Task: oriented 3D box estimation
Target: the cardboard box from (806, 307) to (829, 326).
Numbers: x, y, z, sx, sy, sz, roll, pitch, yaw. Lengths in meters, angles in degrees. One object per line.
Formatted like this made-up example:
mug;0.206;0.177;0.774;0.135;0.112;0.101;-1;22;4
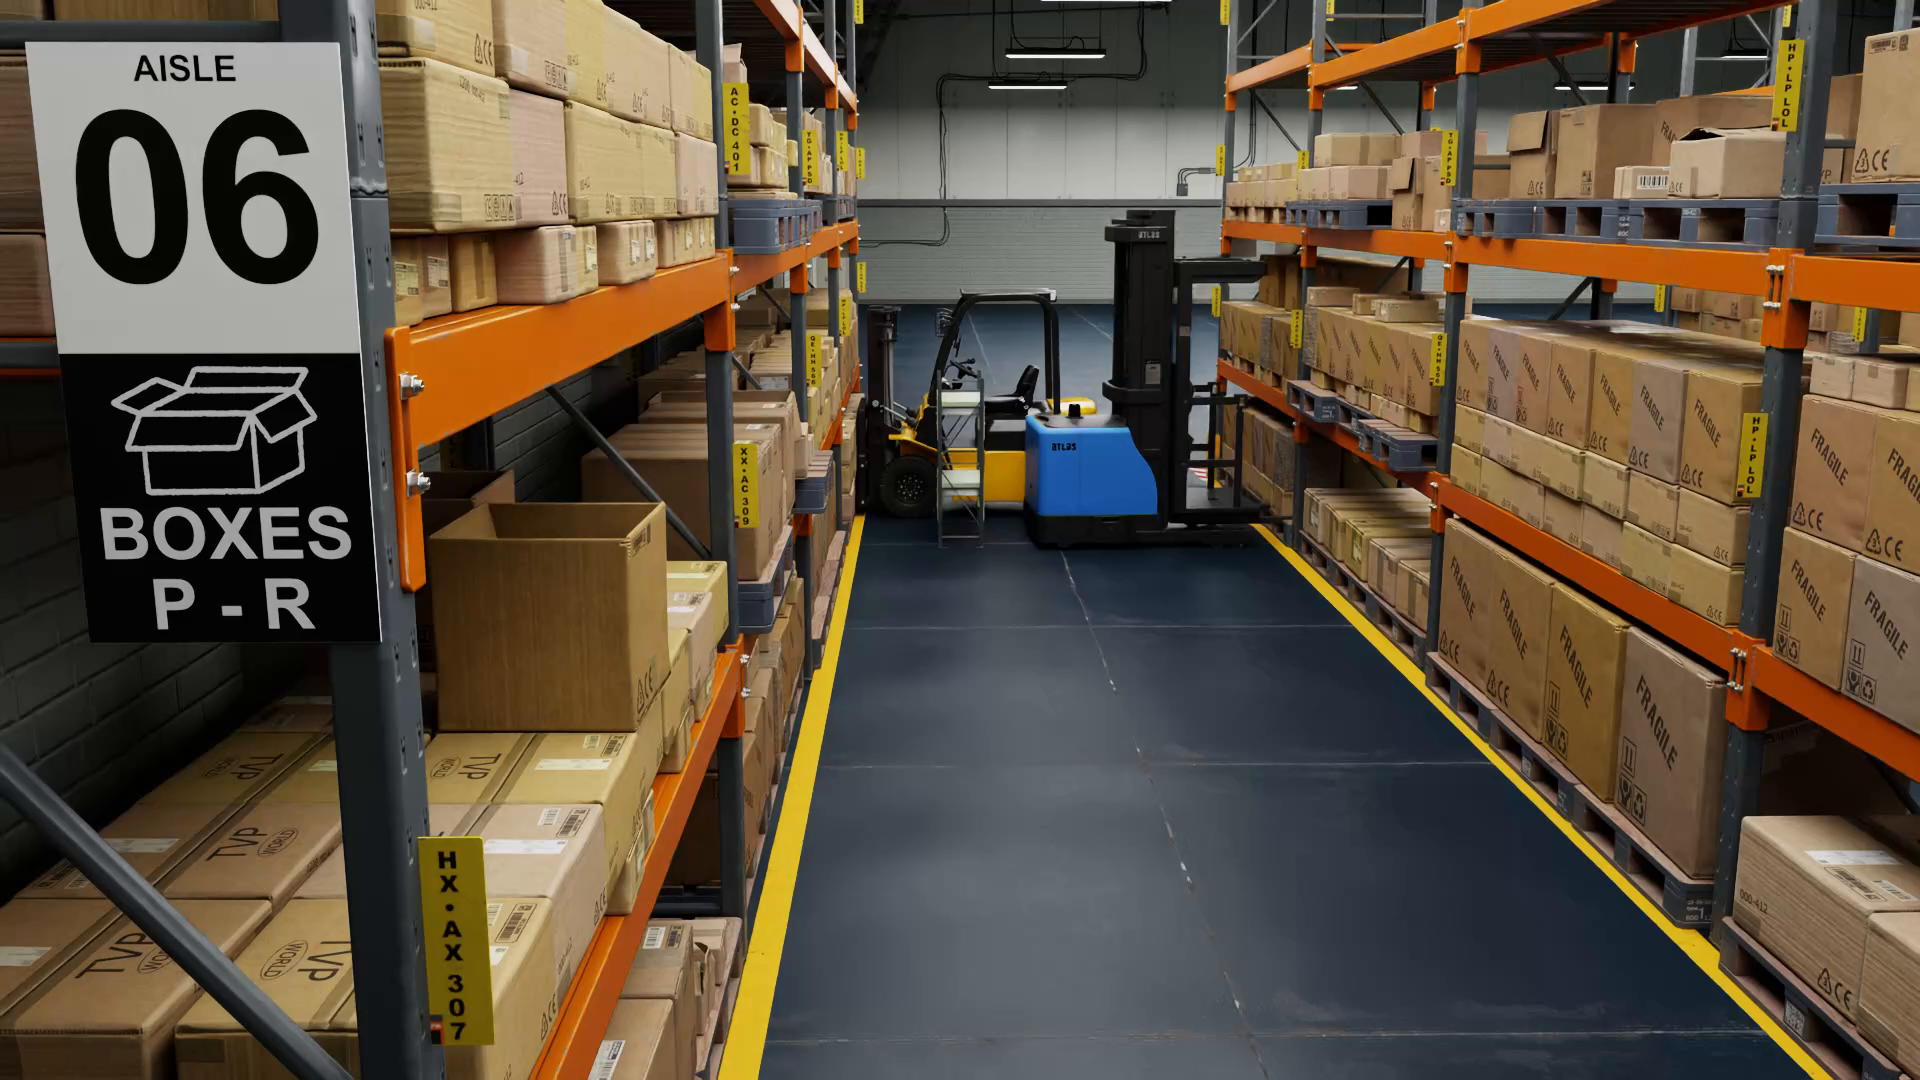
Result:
cardboard box;-1.240;-1.947;14.481;0.380;0.149;0.250;0;11;0

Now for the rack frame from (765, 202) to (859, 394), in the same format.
rack frame;-1.613;-2.165;18.186;1.000;3.000;0.127;0;11;-1

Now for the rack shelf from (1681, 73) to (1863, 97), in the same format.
rack shelf;8.338;-4.221;16.045;1.077;0.370;4.000;0;11;-1

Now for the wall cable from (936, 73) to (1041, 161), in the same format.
wall cable;0.846;-12.482;49.059;3.097;2.526;0.112;0;11;-1

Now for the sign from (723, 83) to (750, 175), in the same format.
sign;-0.823;-1.507;6.097;0.100;0.325;0.005;0;11;-1

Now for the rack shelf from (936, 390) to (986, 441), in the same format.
rack shelf;0.000;-1.119;14.839;0.431;0.370;0.720;0;11;-1

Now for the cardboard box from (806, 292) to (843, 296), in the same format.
cardboard box;-1.396;-2.457;16.993;0.380;0.149;0.250;0;11;-1

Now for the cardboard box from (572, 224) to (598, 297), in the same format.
cardboard box;-0.991;-0.601;3.564;0.380;0.149;0.250;0;11;-1

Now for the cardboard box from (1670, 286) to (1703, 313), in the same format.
cardboard box;8.265;-2.755;18.003;0.875;0.550;0.550;0;11;-1

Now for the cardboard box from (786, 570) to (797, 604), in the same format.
cardboard box;-1.148;0.278;9.745;0.380;0.149;0.250;-1;11;-4

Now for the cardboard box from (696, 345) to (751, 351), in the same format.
cardboard box;-1.753;-1.363;12.349;0.380;0.149;0.250;0;11;-1

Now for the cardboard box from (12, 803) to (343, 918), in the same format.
cardboard box;-1.567;0.750;3.445;0.500;0.250;0.500;0;11;-1

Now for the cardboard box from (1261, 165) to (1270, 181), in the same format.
cardboard box;3.080;-3.499;15.842;0.380;0.149;0.250;0;11;0

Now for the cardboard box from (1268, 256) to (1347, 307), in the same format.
cardboard box;3.581;-2.670;17.160;0.700;0.500;0.500;0;11;-1

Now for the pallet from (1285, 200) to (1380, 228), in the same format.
pallet;3.338;-2.646;13.485;1.213;0.211;1.003;0;11;-1

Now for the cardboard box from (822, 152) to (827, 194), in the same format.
cardboard box;-1.256;-2.756;12.470;0.500;0.311;0.500;-1;11;-3

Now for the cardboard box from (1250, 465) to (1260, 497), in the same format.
cardboard box;3.124;-0.573;16.197;0.500;0.250;0.500;0;11;0

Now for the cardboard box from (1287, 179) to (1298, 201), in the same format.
cardboard box;3.154;-3.020;14.487;0.500;0.250;0.500;0;11;-2

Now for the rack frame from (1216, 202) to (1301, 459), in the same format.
rack frame;3.350;-2.186;18.291;1.000;3.000;0.127;0;11;-1

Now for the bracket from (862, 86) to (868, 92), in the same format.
bracket;-2.822;-13.246;48.662;0.235;0.232;0.430;0;11;-1

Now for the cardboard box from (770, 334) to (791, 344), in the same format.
cardboard box;-1.325;-1.570;13.369;0.380;0.149;0.250;0;11;-1

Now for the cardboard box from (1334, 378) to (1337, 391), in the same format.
cardboard box;3.206;-1.257;13.286;0.380;0.149;0.250;1;11;2

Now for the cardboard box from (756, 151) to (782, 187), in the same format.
cardboard box;-0.967;-1.595;7.154;0.380;0.149;0.250;0;11;0

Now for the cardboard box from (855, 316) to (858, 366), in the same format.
cardboard box;-1.340;-2.117;17.700;0.500;0.500;0.500;0;11;-2

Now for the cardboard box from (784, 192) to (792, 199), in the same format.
cardboard box;-1.183;-1.770;9.074;0.500;0.250;0.500;0;11;-1

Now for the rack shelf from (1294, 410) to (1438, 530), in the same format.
rack shelf;3.474;-0.641;12.483;1.077;0.370;4.000;0;11;-1

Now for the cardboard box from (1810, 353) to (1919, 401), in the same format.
cardboard box;3.345;-0.594;6.044;0.380;0.149;0.250;0;11;-2

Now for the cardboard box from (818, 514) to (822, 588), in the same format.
cardboard box;-1.482;-0.005;12.453;0.875;0.625;0.625;-1;11;-4

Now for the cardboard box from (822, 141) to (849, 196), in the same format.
cardboard box;-1.465;-3.533;15.818;0.797;0.503;0.637;0;11;1

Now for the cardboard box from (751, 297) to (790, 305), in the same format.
cardboard box;-1.807;-2.250;15.974;0.380;0.149;0.250;0;11;0

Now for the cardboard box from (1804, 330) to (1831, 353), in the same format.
cardboard box;8.325;-1.687;15.455;0.875;0.550;0.550;0;11;-1

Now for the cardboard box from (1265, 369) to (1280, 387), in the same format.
cardboard box;3.097;-1.533;15.701;0.380;0.149;0.250;0;11;-2

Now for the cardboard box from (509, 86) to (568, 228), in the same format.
cardboard box;-1.049;-0.717;3.134;0.500;0.250;0.500;0;11;0

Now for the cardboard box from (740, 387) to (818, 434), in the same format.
cardboard box;-1.188;-0.836;10.753;0.500;0.250;0.500;0;11;-1

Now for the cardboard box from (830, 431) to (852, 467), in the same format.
cardboard box;-1.227;-0.816;14.880;0.500;0.250;0.500;0;11;-2

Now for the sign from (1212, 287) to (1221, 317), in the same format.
sign;2.807;-2.608;18.193;0.100;0.325;0.005;0;11;-1

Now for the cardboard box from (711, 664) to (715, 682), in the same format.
cardboard box;-1.079;0.458;5.892;0.380;0.149;0.250;0;11;0

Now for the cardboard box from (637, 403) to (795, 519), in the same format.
cardboard box;-1.178;-0.390;8.132;0.700;0.500;0.500;0;11;-1

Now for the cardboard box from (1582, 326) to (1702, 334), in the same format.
cardboard box;3.806;-0.931;9.339;0.500;0.500;0.500;0;11;0

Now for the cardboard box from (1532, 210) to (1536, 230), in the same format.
cardboard box;3.678;-2.006;10.491;0.380;0.149;0.250;0;11;-1

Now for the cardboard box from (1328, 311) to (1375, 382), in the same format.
cardboard box;3.163;-1.499;12.849;0.500;0.500;0.500;0;11;-1

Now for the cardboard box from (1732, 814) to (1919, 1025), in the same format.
cardboard box;3.503;1.374;6.128;0.875;0.438;0.875;0;11;-2

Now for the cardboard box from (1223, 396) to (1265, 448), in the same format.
cardboard box;3.091;-1.246;17.628;0.500;0.500;0.500;-1;11;-3

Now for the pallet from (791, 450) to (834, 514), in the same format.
pallet;-1.364;-0.346;9.704;1.213;0.211;1.003;0;11;-1

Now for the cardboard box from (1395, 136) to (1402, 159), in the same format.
cardboard box;3.572;-3.124;13.431;0.500;0.250;0.500;0;11;0

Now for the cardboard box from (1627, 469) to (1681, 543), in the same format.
cardboard box;3.328;-0.158;7.415;0.500;0.250;0.500;0;11;0

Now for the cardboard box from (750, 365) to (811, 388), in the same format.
cardboard box;-1.167;-1.059;10.853;0.380;0.149;0.250;0;11;0

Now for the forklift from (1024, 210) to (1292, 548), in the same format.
forklift;2.138;-1.468;14.921;3.031;2.935;1.130;-1;12;-5

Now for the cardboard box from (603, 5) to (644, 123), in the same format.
cardboard box;-1.077;-1.163;4.076;0.500;0.250;0.500;0;11;0

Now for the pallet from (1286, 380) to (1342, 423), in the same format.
pallet;3.303;-1.144;13.639;1.003;0.211;1.213;0;11;-1

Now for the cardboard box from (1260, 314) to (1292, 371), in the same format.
cardboard box;3.142;-1.879;15.775;0.500;0.500;0.500;0;11;0

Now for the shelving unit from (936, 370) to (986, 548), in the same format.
shelving unit;0.000;-0.736;14.917;0.431;1.500;0.755;0;11;-1

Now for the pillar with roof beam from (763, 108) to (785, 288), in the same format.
pillar with roof beam;1.680;-6.173;22.856;9.100;9.000;0.400;0;11;-1

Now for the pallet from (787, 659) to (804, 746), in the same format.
pallet;-1.470;0.940;9.893;1.003;0.211;1.213;0;11;-1

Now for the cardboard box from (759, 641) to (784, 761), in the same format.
cardboard box;-1.181;0.834;8.633;0.500;0.500;0.500;-1;11;-3

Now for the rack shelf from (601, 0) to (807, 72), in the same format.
rack shelf;-1.406;-2.569;7.903;1.077;0.370;4.000;0;11;-1
